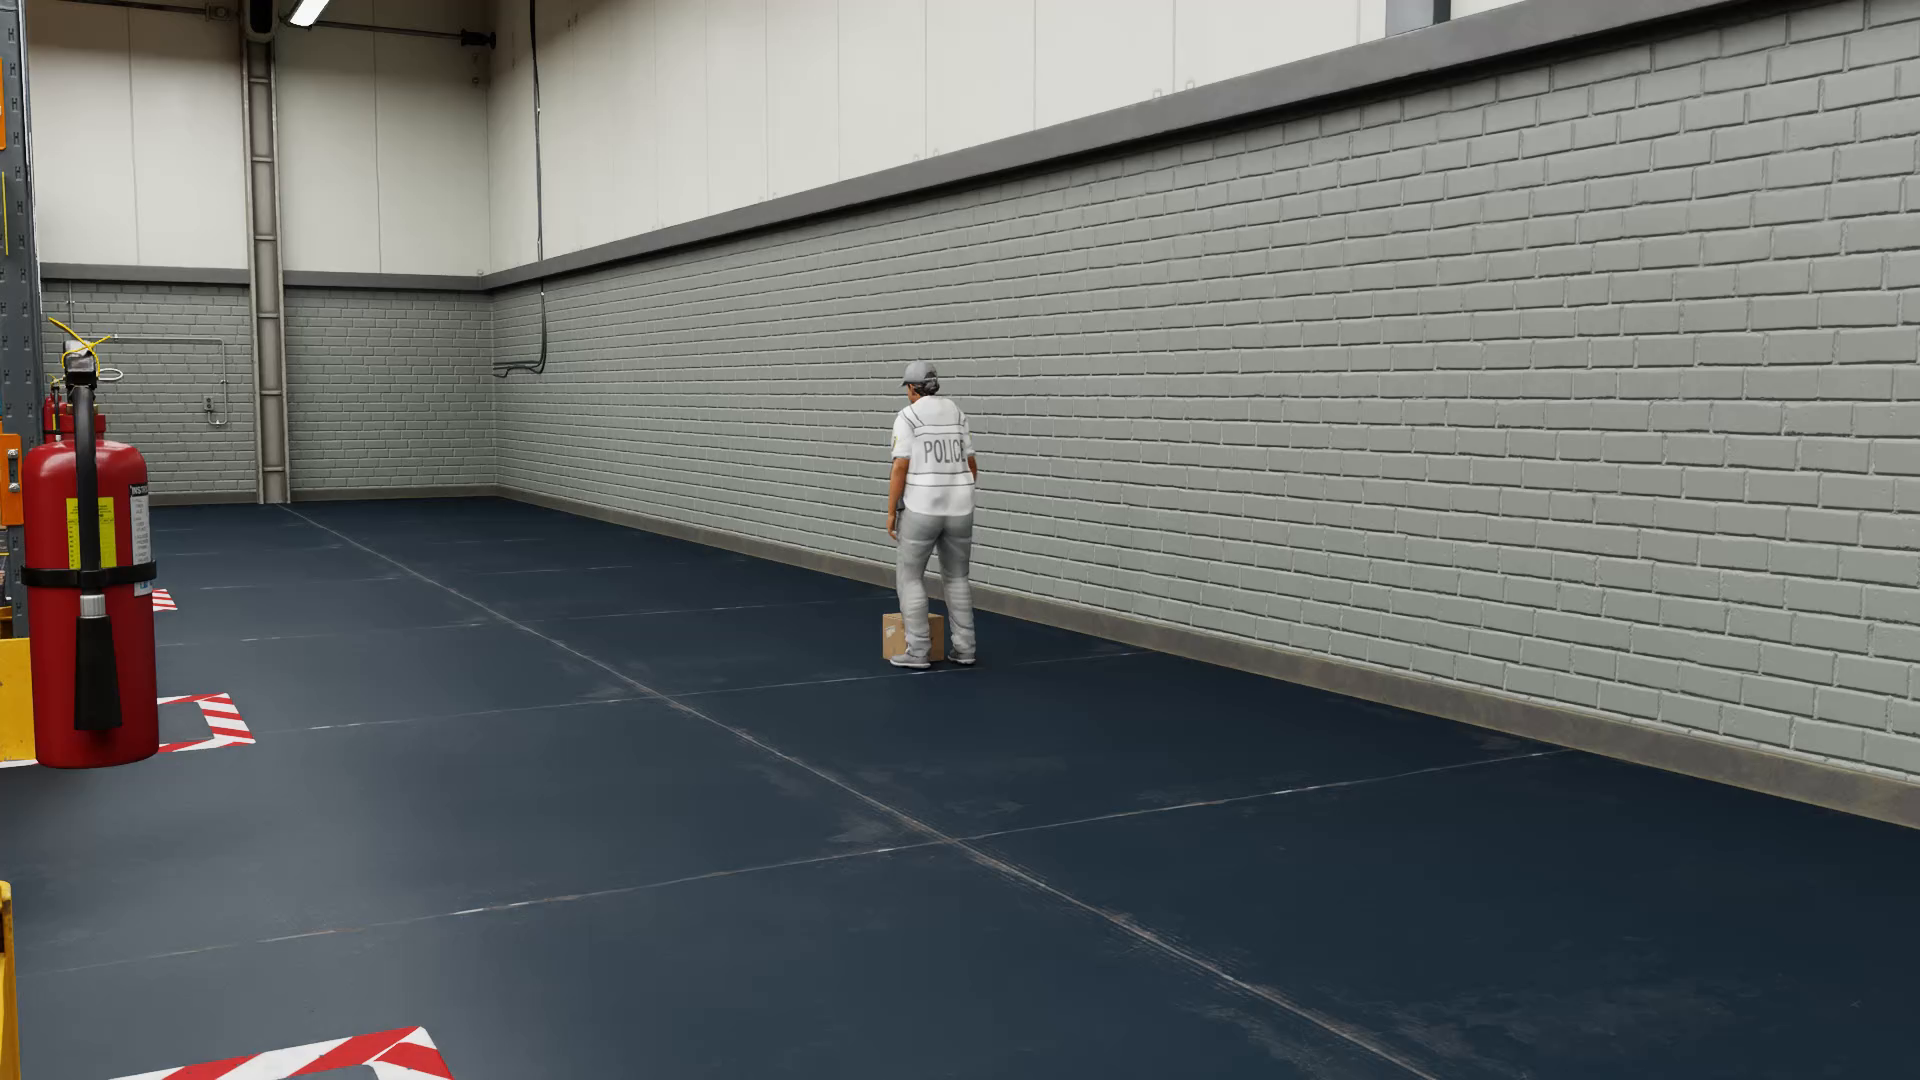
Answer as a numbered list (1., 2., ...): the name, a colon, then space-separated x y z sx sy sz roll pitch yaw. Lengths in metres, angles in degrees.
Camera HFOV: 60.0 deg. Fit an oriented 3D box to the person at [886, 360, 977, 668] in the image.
1. person: -0.153 -0.143 9.056 0.551 1.666 0.472 -3 6 -30
